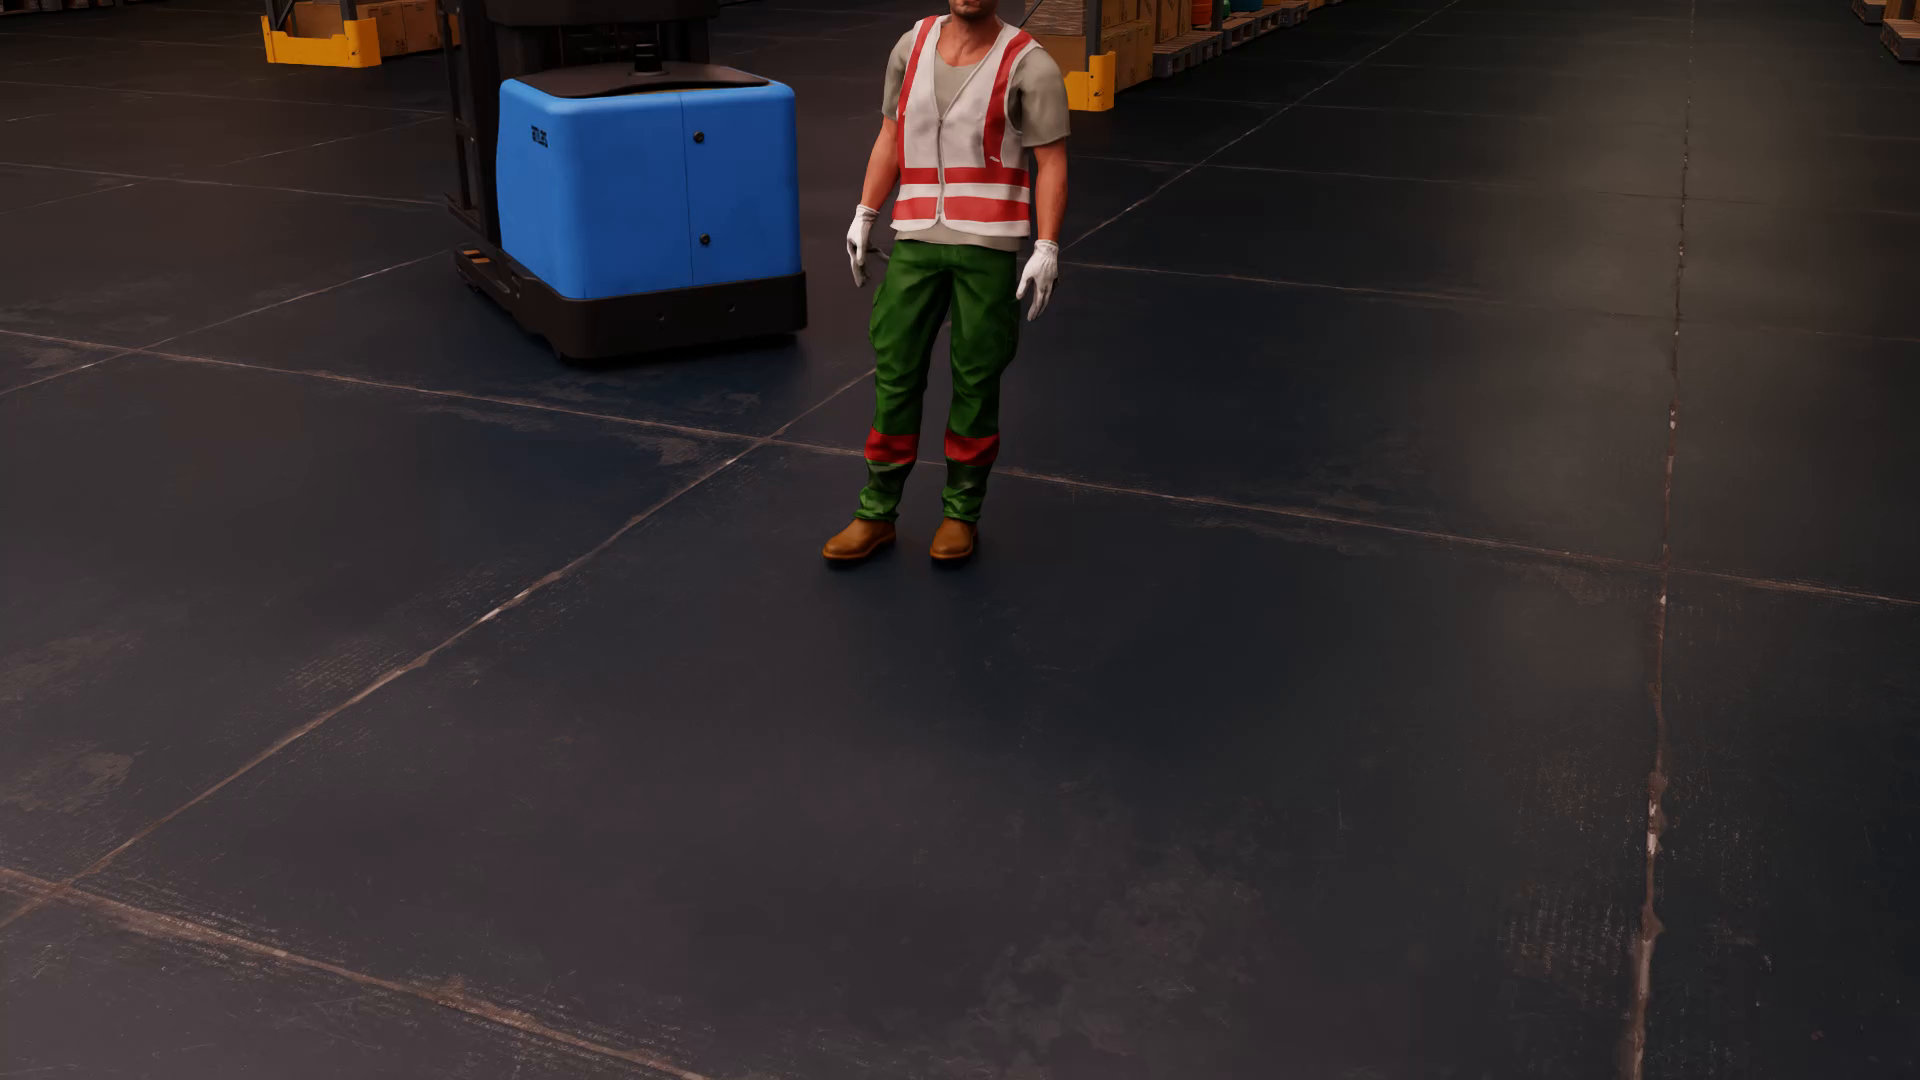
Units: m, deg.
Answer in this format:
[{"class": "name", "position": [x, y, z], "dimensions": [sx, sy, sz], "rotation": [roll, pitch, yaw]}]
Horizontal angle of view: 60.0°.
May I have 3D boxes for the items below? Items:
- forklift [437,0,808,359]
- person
[{"class": "forklift", "position": [-1.794, -2.602, 7.517], "dimensions": [1.130, 2.935, 3.031], "rotation": [-12, 25, -26]}, {"class": "person", "position": [-0.041, -0.805, 4.681], "dimensions": [0.638, 1.787, 0.564], "rotation": [9, 24, 21]}]
